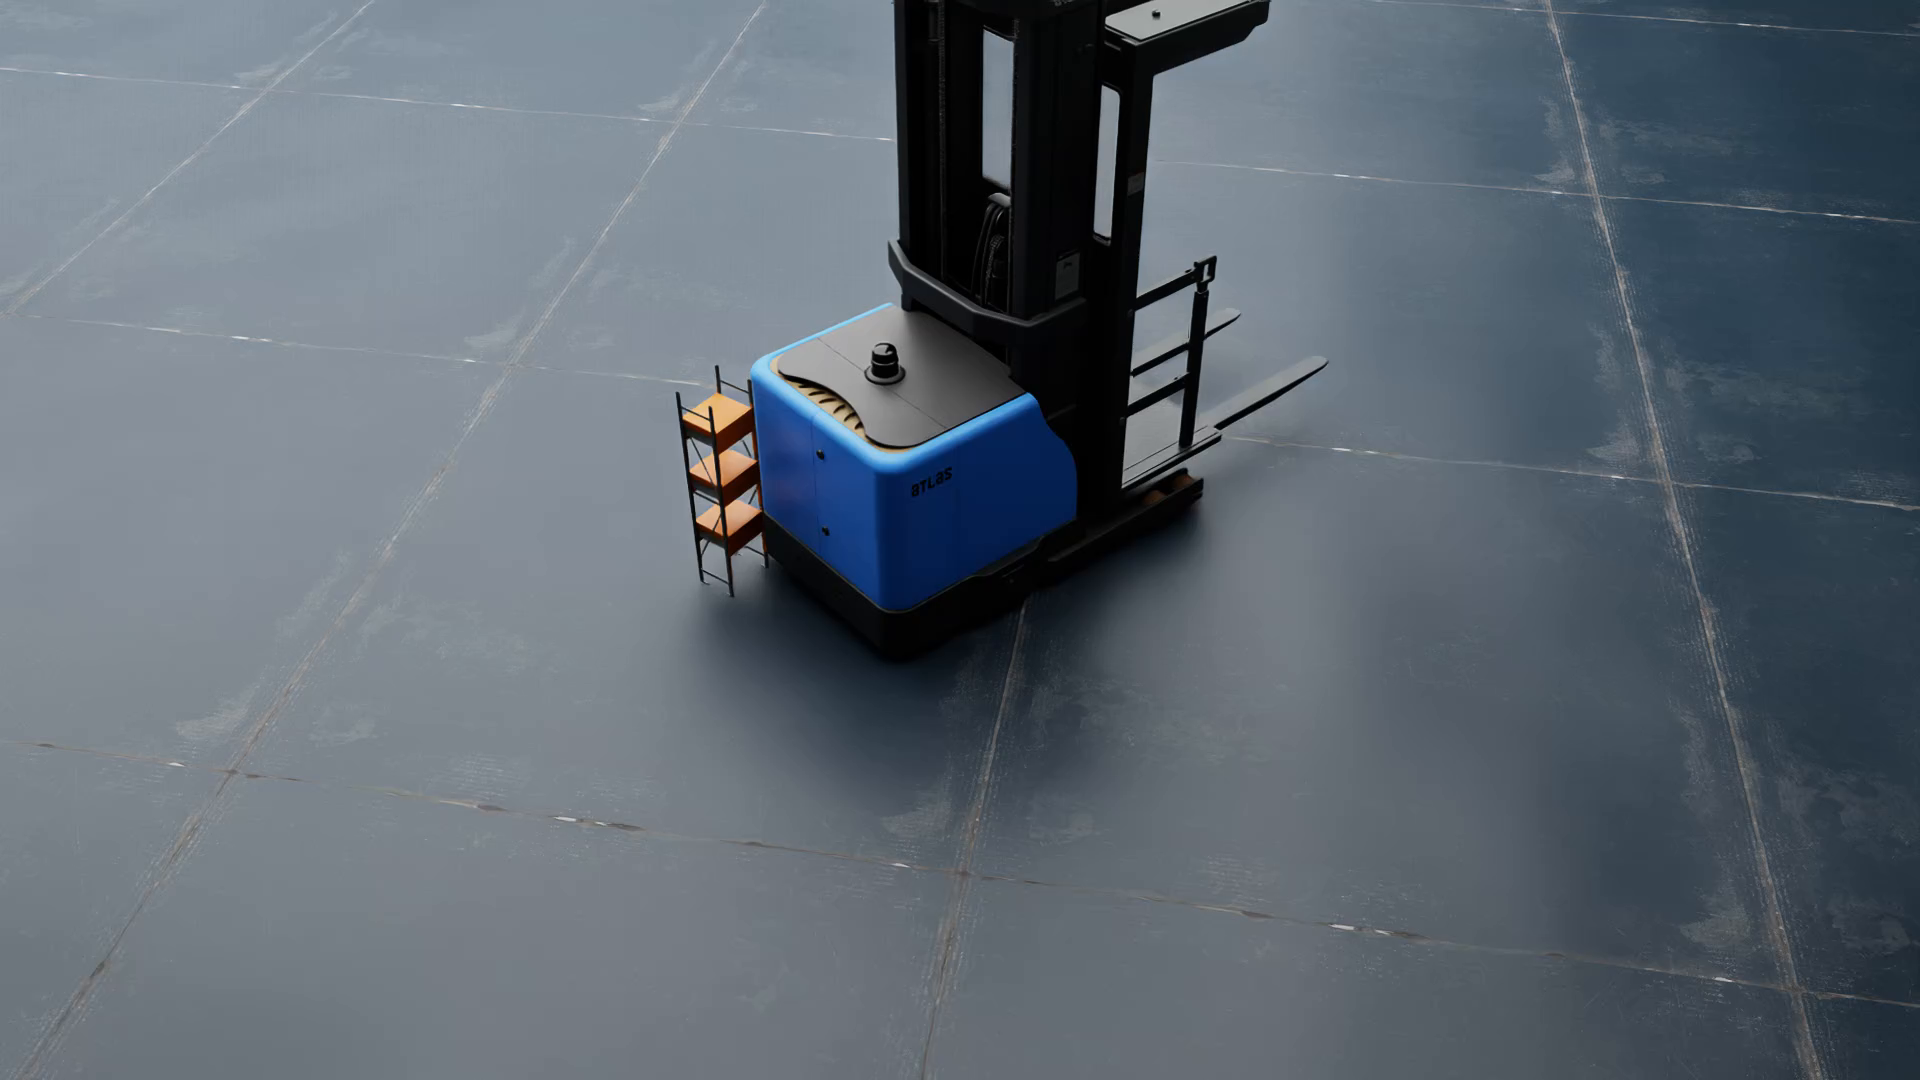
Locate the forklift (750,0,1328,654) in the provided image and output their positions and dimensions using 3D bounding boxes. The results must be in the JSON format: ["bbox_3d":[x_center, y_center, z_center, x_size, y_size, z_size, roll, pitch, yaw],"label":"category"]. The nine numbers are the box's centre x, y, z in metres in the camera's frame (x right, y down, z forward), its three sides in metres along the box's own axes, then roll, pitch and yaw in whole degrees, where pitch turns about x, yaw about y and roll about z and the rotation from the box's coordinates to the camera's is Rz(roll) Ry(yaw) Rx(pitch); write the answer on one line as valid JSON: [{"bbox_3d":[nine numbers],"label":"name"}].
[{"bbox_3d":[0.540,-1.431,7.277,3.031,2.935,1.130,-28,47,-30],"label":"forklift"}]

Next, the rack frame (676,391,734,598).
[{"bbox_3d":[-1.106,-0.181,7.241,0.200,1.050,0.008,25,46,27],"label":"rack frame"}]

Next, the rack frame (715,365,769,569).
[{"bbox_3d":[-0.964,-0.307,7.394,0.200,1.050,0.008,25,46,27],"label":"rack frame"}]

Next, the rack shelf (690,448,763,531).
[{"bbox_3d":[-1.035,-0.236,7.324,0.215,0.259,0.240,25,46,27],"label":"rack shelf"}]

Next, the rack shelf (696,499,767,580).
[{"bbox_3d":[-1.035,-0.022,7.502,0.215,0.259,0.240,25,46,27],"label":"rack shelf"}]

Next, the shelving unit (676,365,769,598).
[{"bbox_3d":[-1.035,-0.244,7.318,0.215,1.050,0.252,25,46,27],"label":"shelving unit"}]

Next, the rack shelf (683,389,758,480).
[{"bbox_3d":[-1.035,-0.454,7.143,0.215,0.259,0.240,25,46,27],"label":"rack shelf"}]
